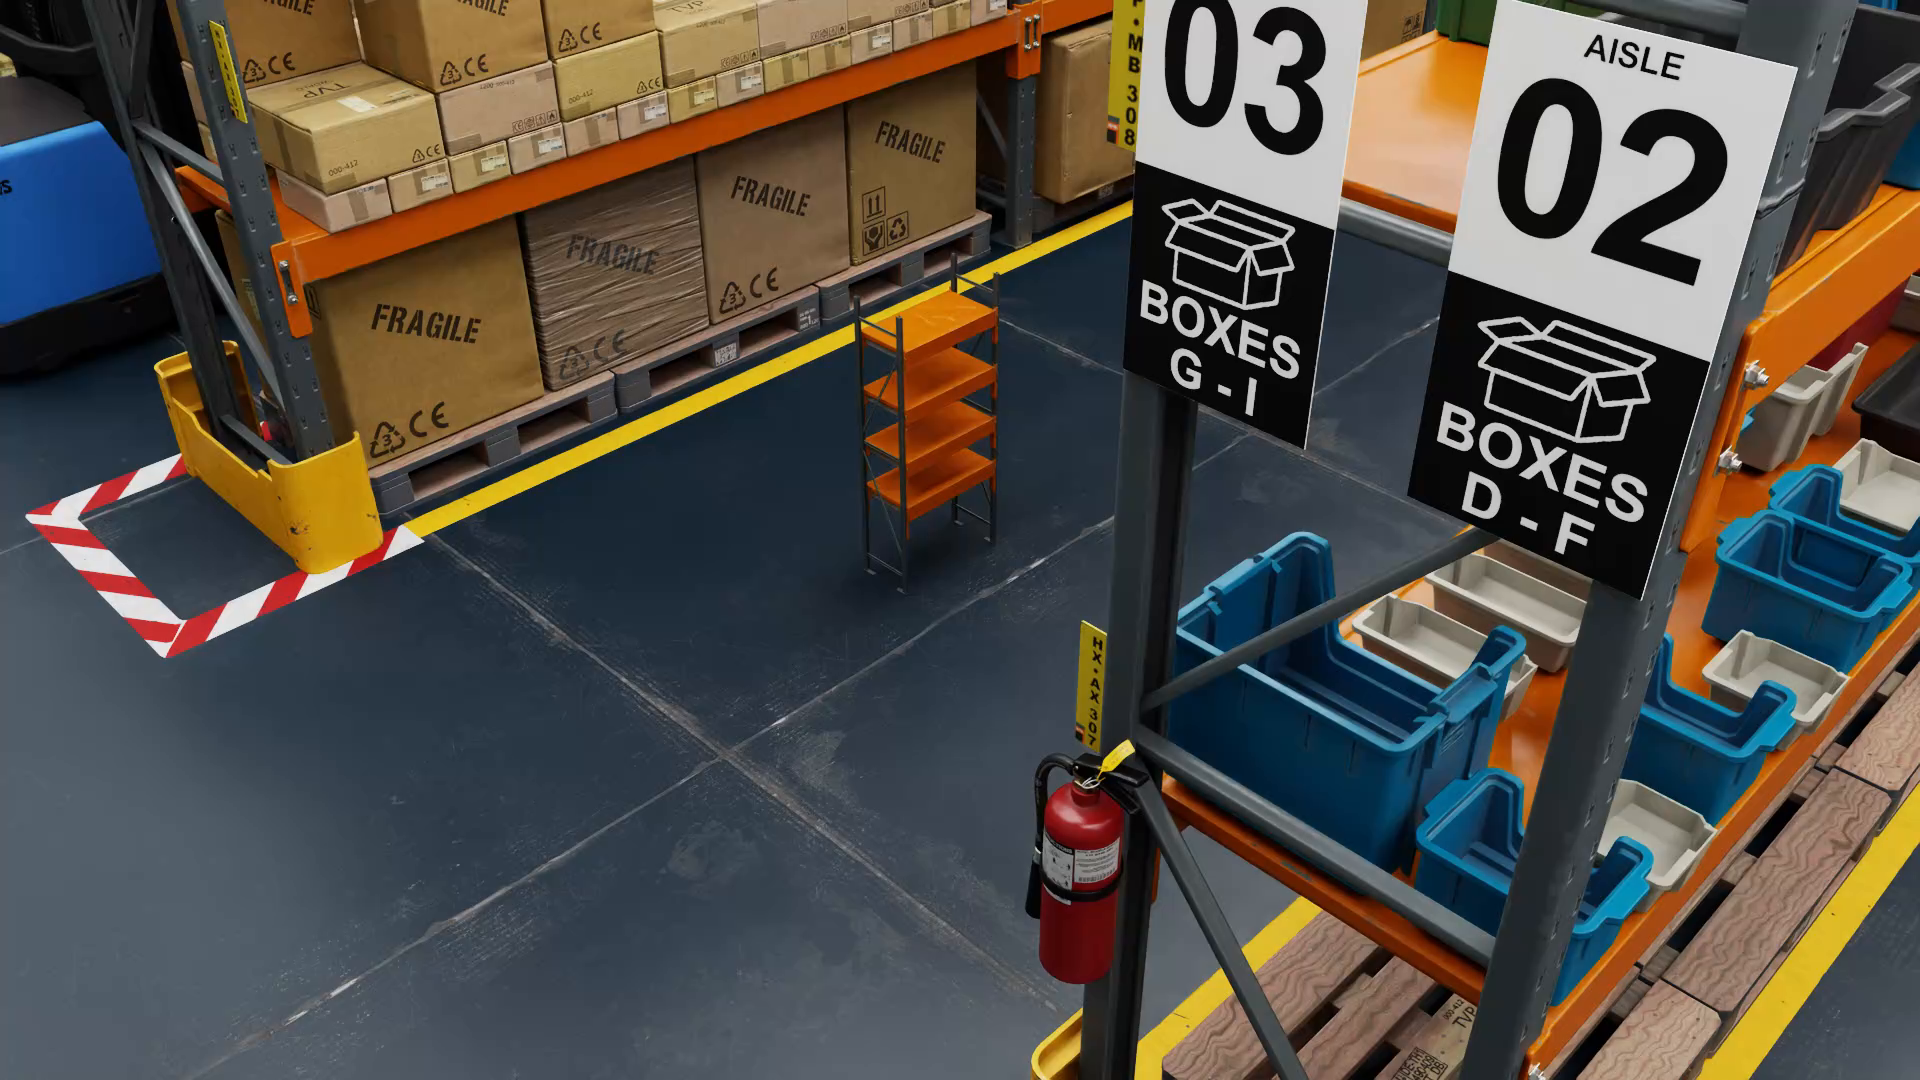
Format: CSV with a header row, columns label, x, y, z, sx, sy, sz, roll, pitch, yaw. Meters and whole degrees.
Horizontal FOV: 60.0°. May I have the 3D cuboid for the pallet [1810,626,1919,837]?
label,x,y,z,sx,sy,sz,roll,pitch,yaw
pallet,3.019,0.437,5.939,1.003,0.211,1.213,30,45,35

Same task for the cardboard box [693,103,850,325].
label,x,y,z,sx,sy,sz,roll,pitch,yaw
cardboard box,-1.162,-1.717,8.080,0.875,0.875,0.875,30,45,35

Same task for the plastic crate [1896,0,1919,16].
label,x,y,z,sx,sy,sz,roll,pitch,yaw
plastic crate,1.962,-1.111,3.154,0.504,0.338,0.767,30,45,35

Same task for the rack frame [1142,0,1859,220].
label,x,y,z,sx,sy,sz,roll,pitch,yaw
rack frame,0.691,-1.858,1.547,1.000,3.000,0.127,30,45,35

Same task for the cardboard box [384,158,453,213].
label,x,y,z,sx,sy,sz,roll,pitch,yaw
cardboard box,-2.160,-1.406,6.364,0.380,0.149,0.250,29,44,35

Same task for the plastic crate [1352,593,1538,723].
label,x,y,z,sx,sy,sz,roll,pitch,yaw
plastic crate,1.137,0.282,3.901,0.396,0.136,0.243,30,45,35

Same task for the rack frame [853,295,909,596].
label,x,y,z,sx,sy,sz,roll,pitch,yaw
rack frame,-0.289,-0.326,6.168,0.240,1.200,0.015,30,45,35

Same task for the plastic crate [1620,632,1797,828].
label,x,y,z,sx,sy,sz,roll,pitch,yaw
plastic crate,1.562,0.412,3.631,0.416,0.233,0.300,30,45,35

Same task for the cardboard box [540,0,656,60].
label,x,y,z,sx,sy,sz,roll,pitch,yaw
cardboard box,-1.581,-2.263,6.588,0.500,0.500,0.500,28,44,34

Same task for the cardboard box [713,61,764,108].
label,x,y,z,sx,sy,sz,roll,pitch,yaw
cardboard box,-1.073,-2.034,7.263,0.250,0.149,0.380,-29,44,-35

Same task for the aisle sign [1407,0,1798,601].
label,x,y,z,sx,sy,sz,roll,pitch,yaw
aisle sign,0.851,-0.315,2.306,0.394,0.787,0.004,30,45,35

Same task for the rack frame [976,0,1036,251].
label,x,y,z,sx,sy,sz,roll,pitch,yaw
rack frame,-0.006,-3.017,8.454,1.000,3.000,0.127,30,45,35

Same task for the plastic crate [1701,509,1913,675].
label,x,y,z,sx,sy,sz,roll,pitch,yaw
plastic crate,2.026,0.145,4.014,0.416,0.233,0.300,30,45,35

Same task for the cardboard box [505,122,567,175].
label,x,y,z,sx,sy,sz,roll,pitch,yaw
cardboard box,-1.797,-1.617,6.665,0.380,0.149,0.250,29,44,35

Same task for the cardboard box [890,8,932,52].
label,x,y,z,sx,sy,sz,roll,pitch,yaw
cardboard box,-0.350,-2.450,7.860,0.380,0.149,0.250,29,44,35

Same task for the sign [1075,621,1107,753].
label,x,y,z,sx,sy,sz,roll,pitch,yaw
sign,0.289,0.321,3.525,0.100,0.325,0.005,30,45,35

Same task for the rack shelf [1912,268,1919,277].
label,x,y,z,sx,sy,sz,roll,pitch,yaw
rack shelf,4.918,-1.538,6.962,1.077,0.370,4.000,30,45,35

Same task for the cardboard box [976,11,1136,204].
label,x,y,z,sx,sy,sz,roll,pitch,yaw
cardboard box,0.431,-2.586,9.326,1.225,0.875,0.875,30,45,35

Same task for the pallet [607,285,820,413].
label,x,y,z,sx,sy,sz,roll,pitch,yaw
pallet,-1.457,-1.099,8.141,1.003,0.211,1.213,30,45,35

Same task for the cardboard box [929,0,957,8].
label,x,y,z,sx,sy,sz,roll,pitch,yaw
cardboard box,-0.130,-2.793,8.003,0.500,0.250,0.500,29,44,35

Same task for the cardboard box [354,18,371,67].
label,x,y,z,sx,sy,sz,roll,pitch,yaw
cardboard box,-2.313,-1.963,6.814,0.500,0.250,0.500,29,44,35

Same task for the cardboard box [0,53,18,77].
label,x,y,z,sx,sy,sz,roll,pitch,yaw
cardboard box,-5.662,-2.756,9.685,0.380,0.149,0.250,27,43,33

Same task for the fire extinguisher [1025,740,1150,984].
label,x,y,z,sx,sy,sz,roll,pitch,yaw
fire extinguisher,0.262,0.666,3.567,0.296,0.674,0.183,30,45,35

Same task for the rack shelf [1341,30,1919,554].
label,x,y,z,sx,sy,sz,roll,pitch,yaw
rack shelf,2.100,-1.144,3.775,1.077,0.370,4.000,30,45,35

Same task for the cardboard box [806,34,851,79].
label,x,y,z,sx,sy,sz,roll,pitch,yaw
cardboard box,-0.713,-2.240,7.560,0.250,0.149,0.380,-29,44,-35

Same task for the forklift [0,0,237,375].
label,x,y,z,sx,sy,sz,roll,pitch,yaw
forklift,-3.826,-2.728,8.099,1.130,2.935,3.031,27,43,33

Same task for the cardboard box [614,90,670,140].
label,x,y,z,sx,sy,sz,roll,pitch,yaw
cardboard box,-1.435,-1.824,6.963,0.380,0.149,0.250,29,44,35

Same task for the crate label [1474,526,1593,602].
label,x,y,z,sx,sy,sz,roll,pitch,yaw
crate label,1.530,0.048,4.238,0.396,0.136,0.243,30,45,35

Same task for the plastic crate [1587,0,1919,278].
label,x,y,z,sx,sy,sz,roll,pitch,yaw
plastic crate,1.160,-0.618,2.506,0.497,0.269,0.590,30,45,35

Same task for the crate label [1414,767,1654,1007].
label,x,y,z,sx,sy,sz,roll,pitch,yaw
crate label,1.099,0.679,3.248,0.416,0.233,0.303,30,45,35

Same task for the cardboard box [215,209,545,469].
label,x,y,z,sx,sy,sz,roll,pitch,yaw
cardboard box,-2.430,-0.986,7.032,0.875,0.875,0.875,30,45,35

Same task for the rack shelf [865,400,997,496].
label,x,y,z,sx,sy,sz,roll,pitch,yaw
rack shelf,-0.117,-0.370,6.349,0.258,0.148,0.480,30,45,35

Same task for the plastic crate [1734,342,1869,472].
label,x,y,z,sx,sy,sz,roll,pitch,yaw
plastic crate,2.303,-0.451,4.826,0.437,0.282,0.530,30,45,35

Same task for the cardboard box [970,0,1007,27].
label,x,y,z,sx,sy,sz,roll,pitch,yaw
cardboard box,0.012,-2.658,8.159,0.250,0.149,0.380,-30,45,-35

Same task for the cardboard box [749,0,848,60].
label,x,y,z,sx,sy,sz,roll,pitch,yaw
cardboard box,-0.853,-2.374,7.403,0.500,0.250,0.500,-29,44,-35

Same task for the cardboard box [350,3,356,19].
label,x,y,z,sx,sy,sz,roll,pitch,yaw
cardboard box,-4.221,-3.522,11.043,0.250,0.149,0.380,-29,44,-35

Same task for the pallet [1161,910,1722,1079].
label,x,y,z,sx,sy,sz,roll,pitch,yaw
pallet,1.300,1.427,4.519,1.003,0.211,1.213,30,45,35

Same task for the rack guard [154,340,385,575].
label,x,y,z,sx,sy,sz,roll,pitch,yaw
rack guard,-2.841,-0.358,6.827,1.175,0.500,0.348,30,45,35

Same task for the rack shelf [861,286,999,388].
label,x,y,z,sx,sy,sz,roll,pitch,yaw
rack shelf,-0.117,-0.747,6.086,0.258,0.148,0.480,30,45,35

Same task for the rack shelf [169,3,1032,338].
label,x,y,z,sx,sy,sz,roll,pitch,yaw
rack shelf,-1.415,-1.910,7.496,1.077,0.370,4.000,30,45,35

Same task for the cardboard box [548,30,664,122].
label,x,y,z,sx,sy,sz,roll,pitch,yaw
cardboard box,-1.576,-1.956,6.804,0.500,0.250,0.500,28,44,34

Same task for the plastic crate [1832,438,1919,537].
label,x,y,z,sx,sy,sz,roll,pitch,yaw
plastic crate,2.496,-0.109,4.463,0.293,0.136,0.466,30,45,35

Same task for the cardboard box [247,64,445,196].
label,x,y,z,sx,sy,sz,roll,pitch,yaw
cardboard box,-2.294,-1.540,6.207,0.500,0.250,0.500,28,44,34

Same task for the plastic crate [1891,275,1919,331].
label,x,y,z,sx,sy,sz,roll,pitch,yaw
plastic crate,3.080,-0.806,5.462,0.396,0.136,0.243,30,45,35

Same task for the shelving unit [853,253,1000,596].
label,x,y,z,sx,sy,sz,roll,pitch,yaw
shelving unit,-0.117,-0.425,6.310,0.258,1.200,0.503,30,45,35
